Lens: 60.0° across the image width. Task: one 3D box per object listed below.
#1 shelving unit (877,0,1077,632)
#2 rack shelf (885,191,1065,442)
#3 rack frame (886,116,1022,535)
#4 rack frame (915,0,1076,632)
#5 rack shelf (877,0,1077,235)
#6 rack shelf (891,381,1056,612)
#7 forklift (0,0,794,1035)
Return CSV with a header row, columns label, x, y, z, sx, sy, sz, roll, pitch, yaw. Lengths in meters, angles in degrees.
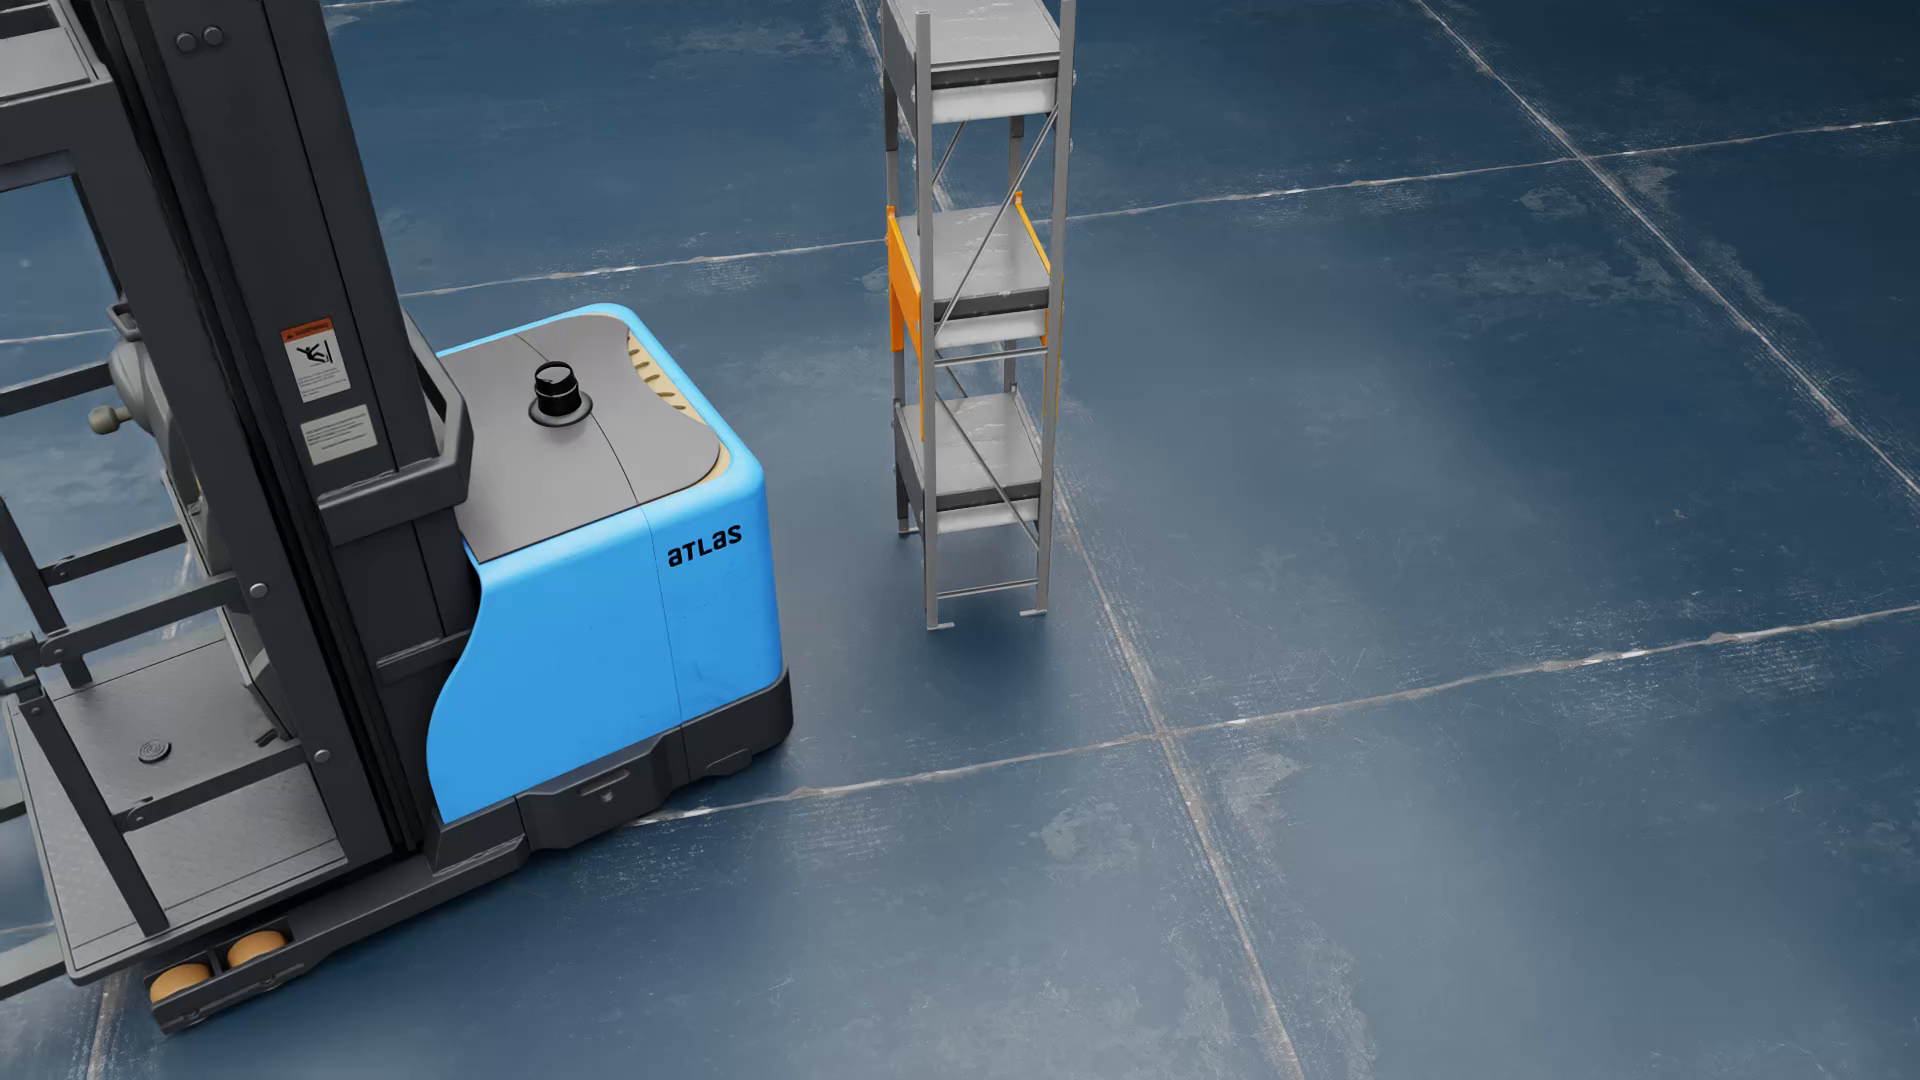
label,x,y,z,sx,sy,sz,roll,pitch,yaw
shelving unit,0.036,-0.678,4.932,0.431,2.100,0.503,-8,42,-9
rack shelf,0.036,-0.668,4.941,0.431,0.518,0.480,-8,42,-9
rack frame,-0.017,-0.836,5.110,0.400,2.100,0.015,-8,42,-9
rack frame,0.088,-0.520,4.754,0.400,2.100,0.015,-8,42,-9
rack shelf,0.036,-1.191,4.476,0.431,0.518,0.480,-8,42,-9
rack shelf,0.036,-0.144,5.406,0.431,0.518,0.480,-8,42,-9
forklift,-2.027,-0.236,3.808,3.031,2.935,1.130,-22,46,-23
